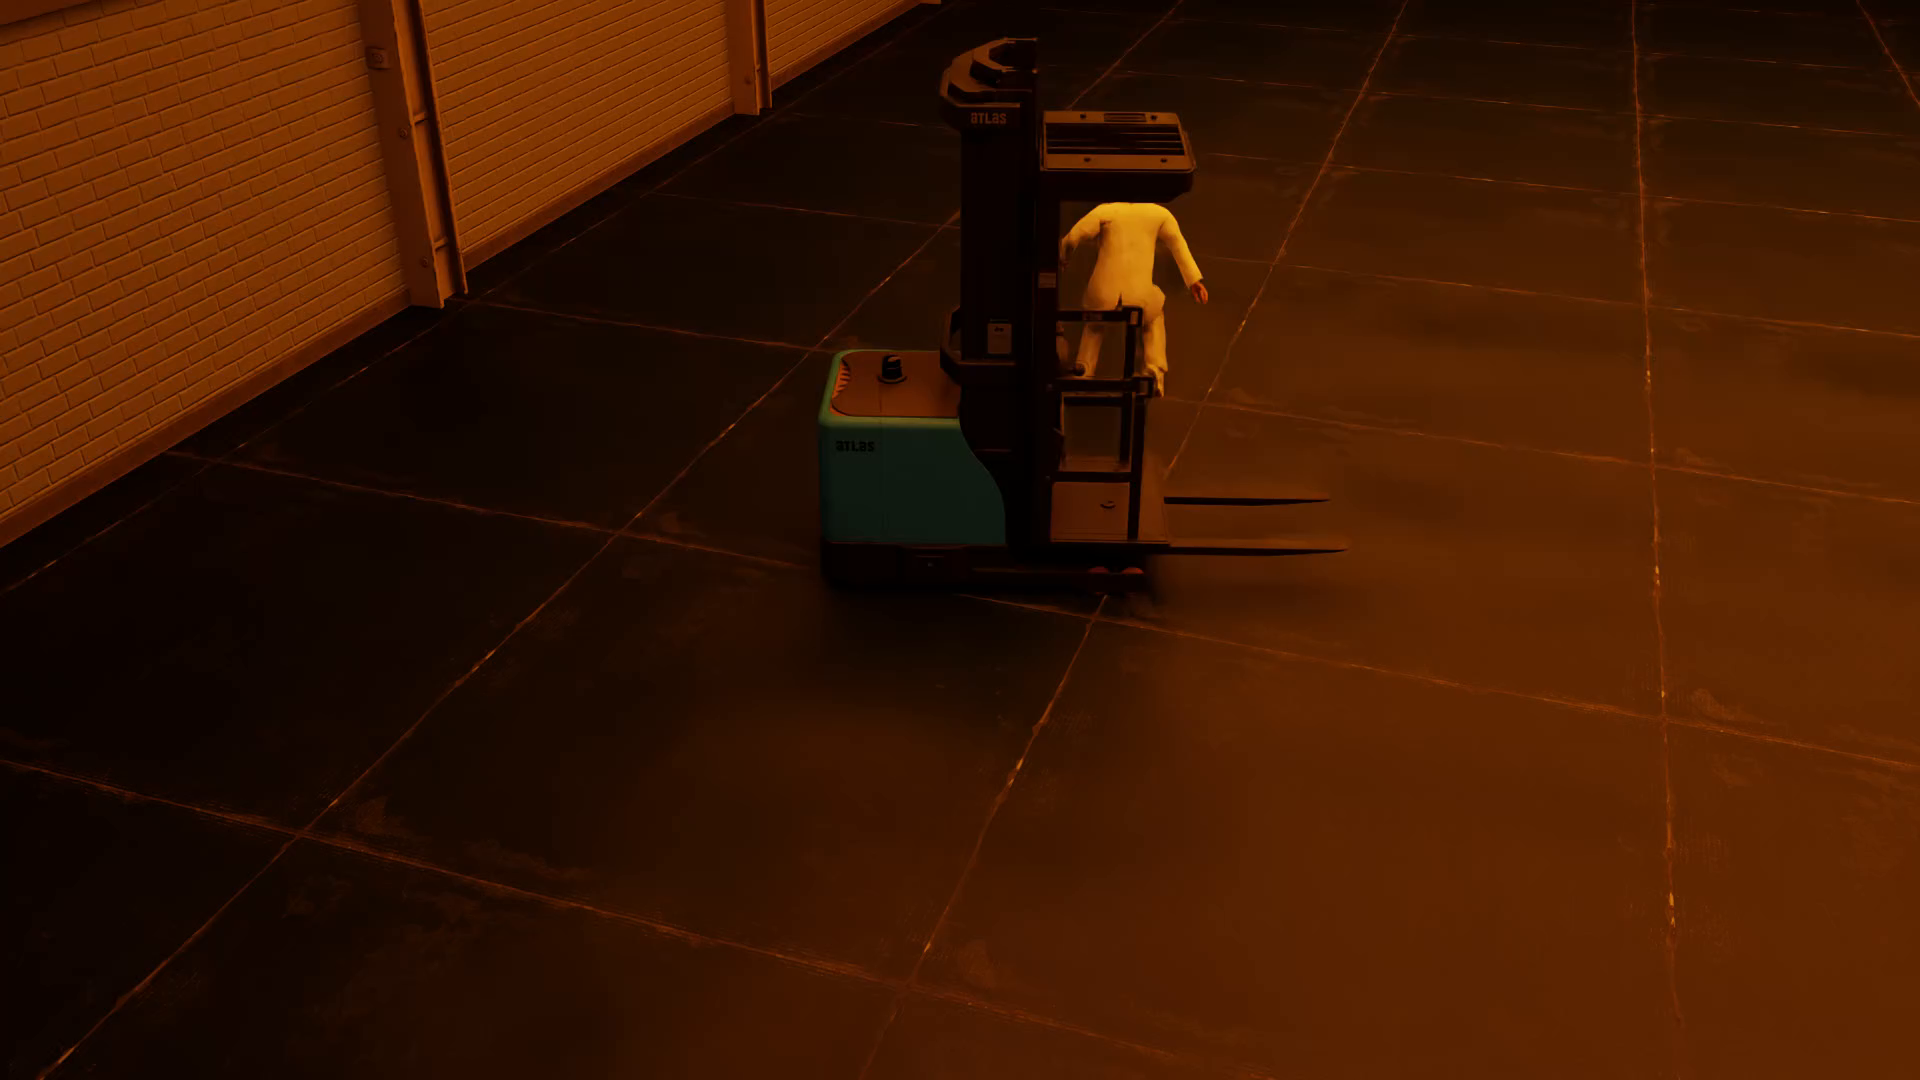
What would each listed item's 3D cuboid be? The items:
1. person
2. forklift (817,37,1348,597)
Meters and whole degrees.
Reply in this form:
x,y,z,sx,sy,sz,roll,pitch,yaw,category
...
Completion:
x,y,z,sx,sy,sz,roll,pitch,yaw,category
1.197,-1.773,11.676,1.057,1.670,0.513,1,30,3,person
0.728,-1.219,9.275,3.031,2.935,1.130,1,30,2,forklift
